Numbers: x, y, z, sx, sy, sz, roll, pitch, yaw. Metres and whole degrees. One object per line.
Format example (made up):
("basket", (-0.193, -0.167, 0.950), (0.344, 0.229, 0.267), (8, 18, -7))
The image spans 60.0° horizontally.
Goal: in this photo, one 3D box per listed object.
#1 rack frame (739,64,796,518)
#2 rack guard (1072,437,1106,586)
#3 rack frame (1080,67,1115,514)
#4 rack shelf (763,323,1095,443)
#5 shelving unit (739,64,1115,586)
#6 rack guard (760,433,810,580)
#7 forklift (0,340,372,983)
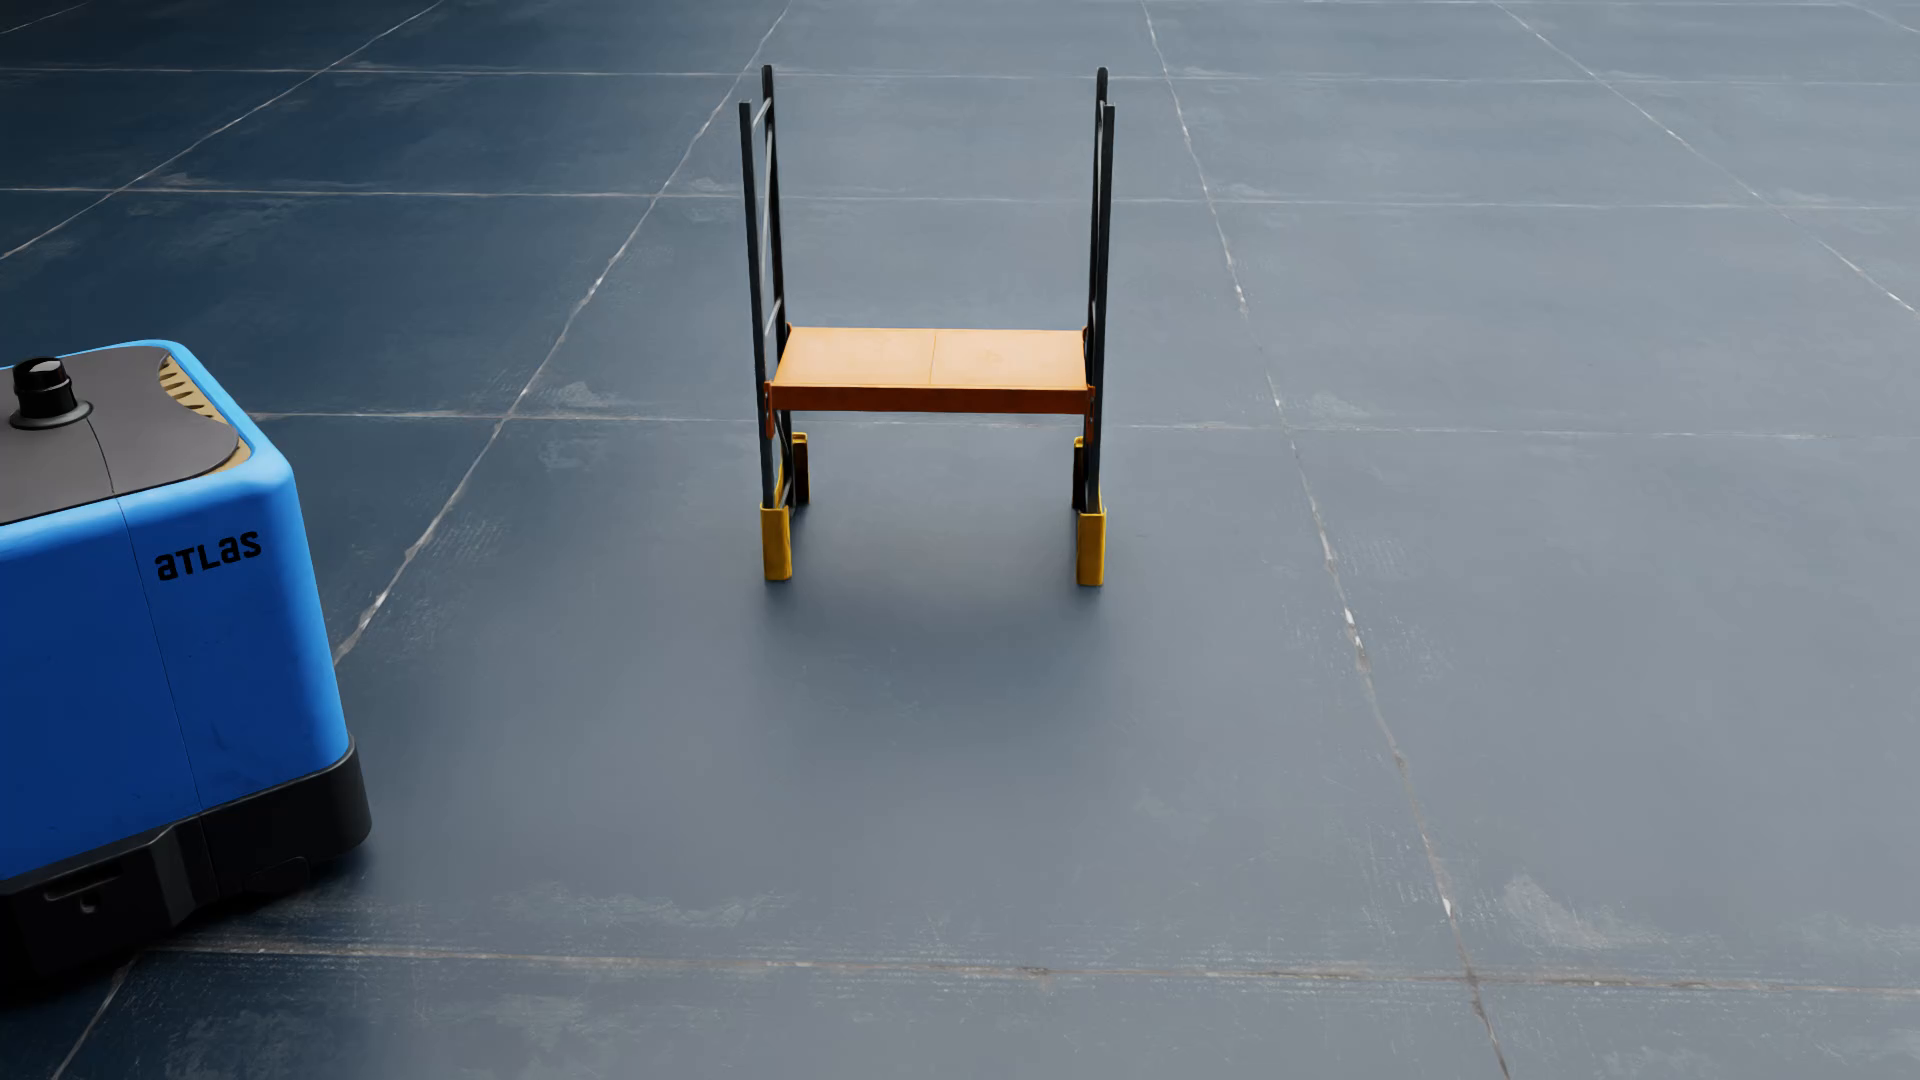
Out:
("rack frame", (-0.593, -0.672, 5.205), (0.032, 1.500, 0.500), (1, 28, 2))
("rack guard", (0.422, -0.103, 5.466), (0.087, 0.250, 0.587), (1, 28, 2))
("rack frame", (0.423, -0.656, 5.173), (0.032, 1.500, 0.500), (1, 28, 2))
("rack shelf", (-0.085, -0.505, 5.273), (1.000, 0.185, 0.538), (1, 28, 2))
("shelving unit", (-0.076, -0.664, 5.189), (1.083, 1.500, 0.587), (1, 28, 2))
("rack guard", (-0.574, -0.120, 5.497), (0.087, 0.250, 0.587), (1, 28, 2))
("forklift", (-2.922, -0.286, 2.948), (3.031, 2.935, 1.130), (-19, 33, -32))
